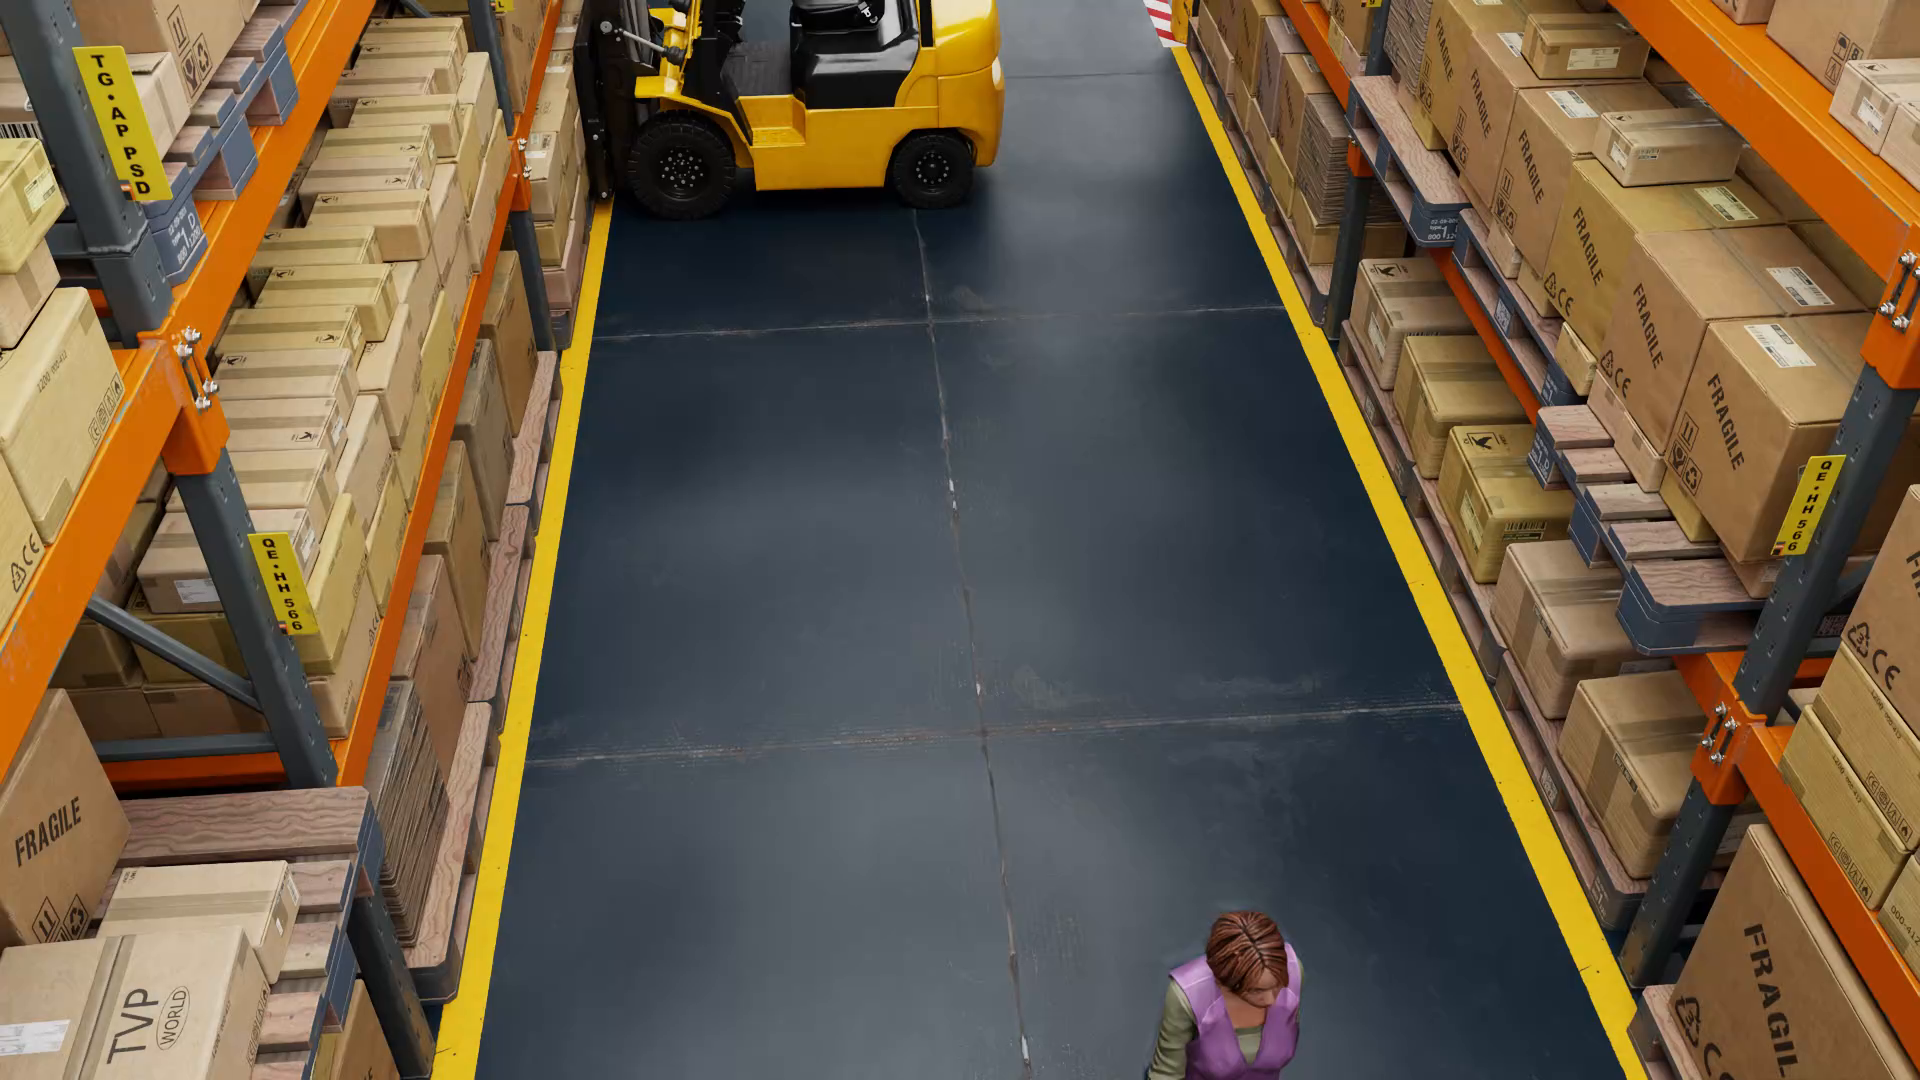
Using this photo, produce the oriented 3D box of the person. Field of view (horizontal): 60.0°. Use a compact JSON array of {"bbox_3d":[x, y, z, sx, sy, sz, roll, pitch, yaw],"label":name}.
[{"bbox_3d":[0.683,1.478,4.387,0.436,1.575,0.880,-5,40,-6],"label":"person"}]
